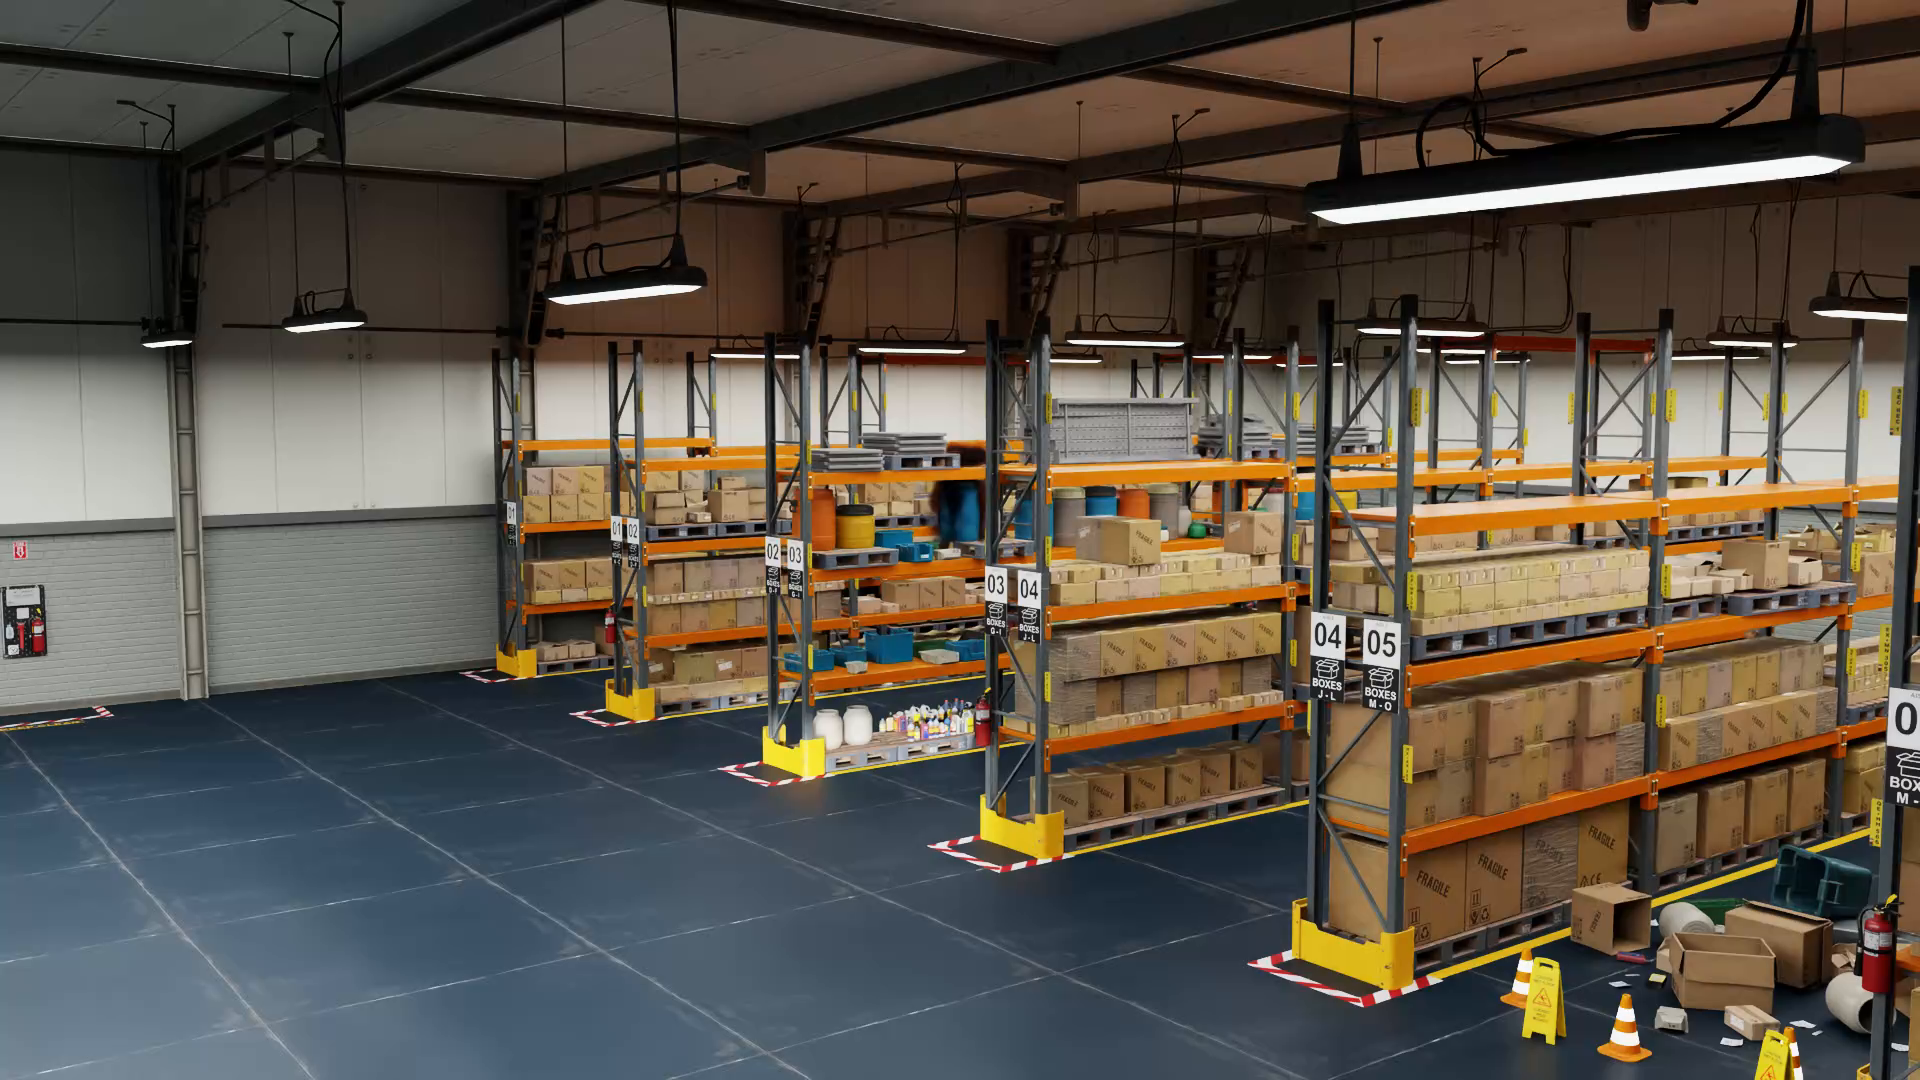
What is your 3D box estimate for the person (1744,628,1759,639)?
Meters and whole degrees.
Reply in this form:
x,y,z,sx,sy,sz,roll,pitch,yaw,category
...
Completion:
x,y,z,sx,sy,sz,roll,pitch,yaw,category
12.182,2.090,25.618,0.996,1.631,0.481,-4,7,-40,person
